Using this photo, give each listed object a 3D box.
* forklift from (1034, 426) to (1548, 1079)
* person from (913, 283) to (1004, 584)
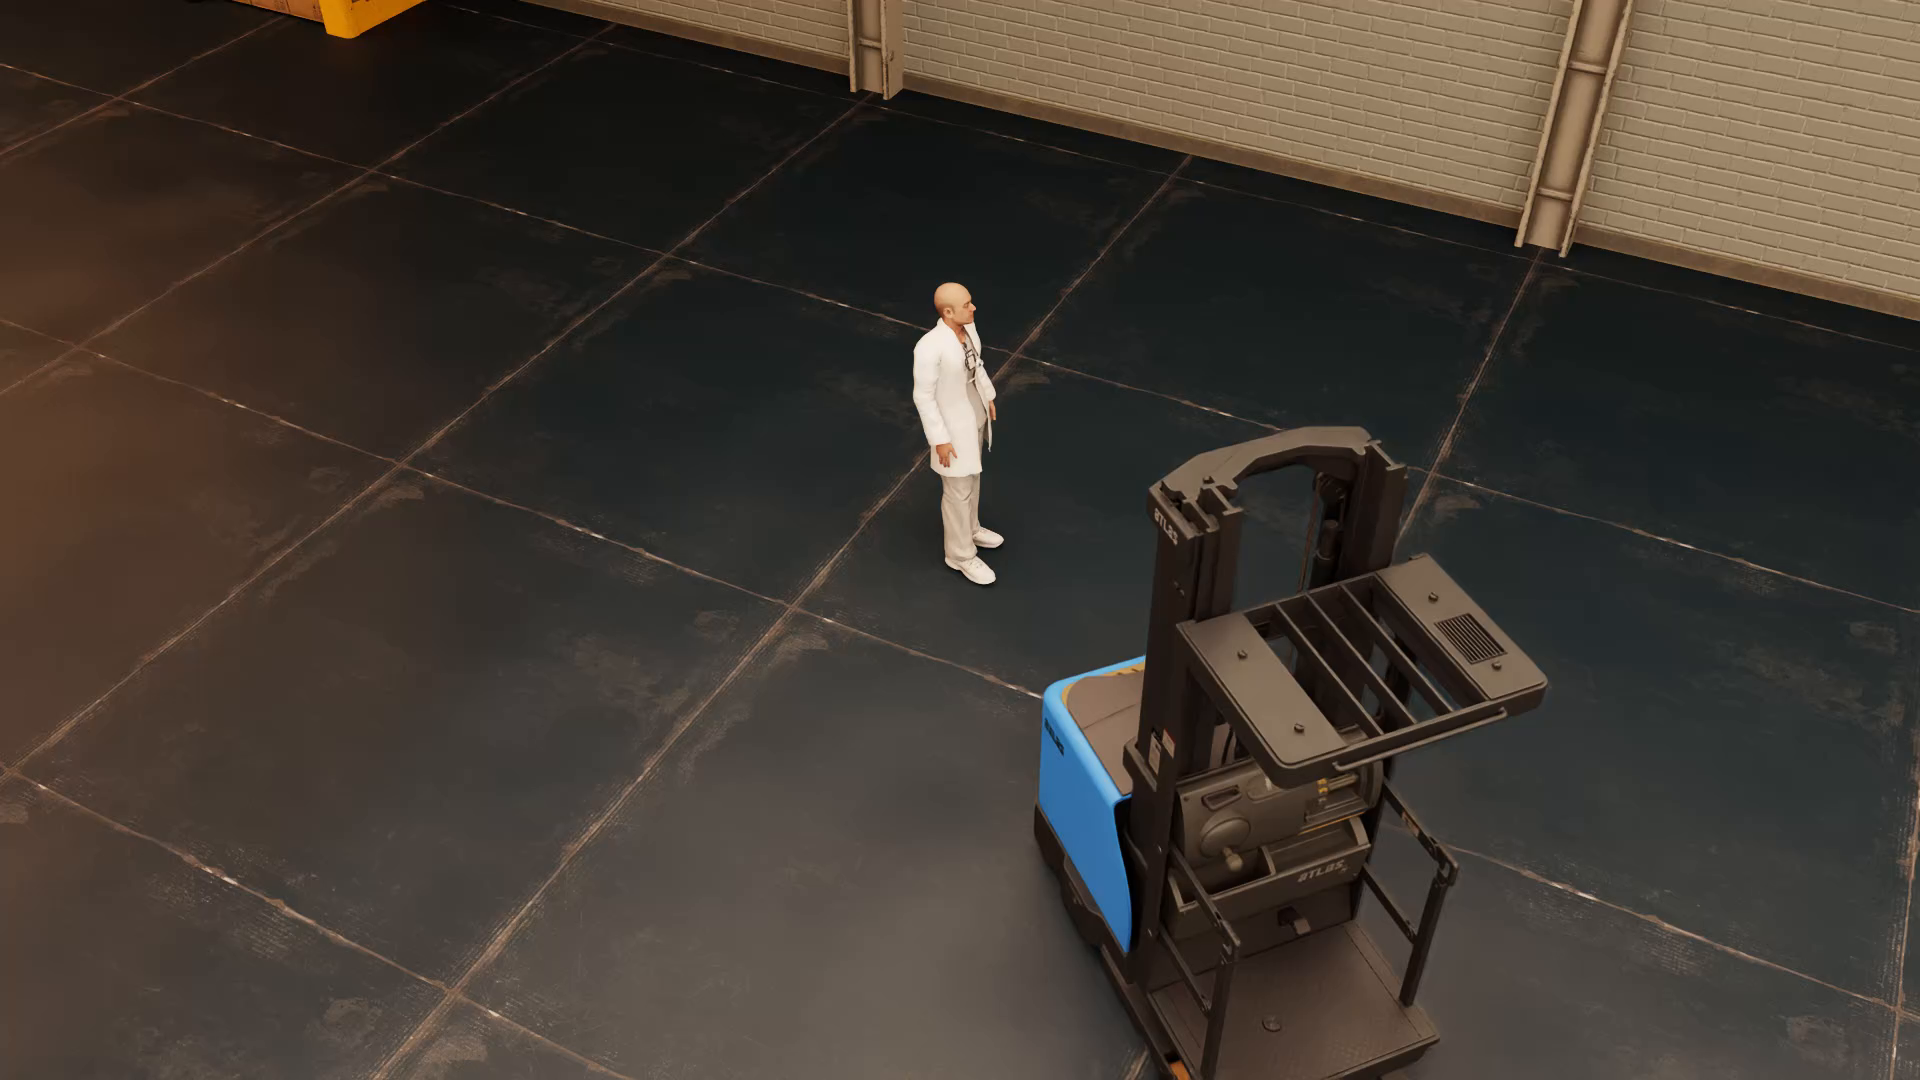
[{"bbox_3d":[1.397,1.142,6.631,1.130,2.935,3.031,-15,42,-17],"label":"forklift"},{"bbox_3d":[0.078,-0.656,9.649,0.581,1.776,0.694,18,43,21],"label":"person"}]
